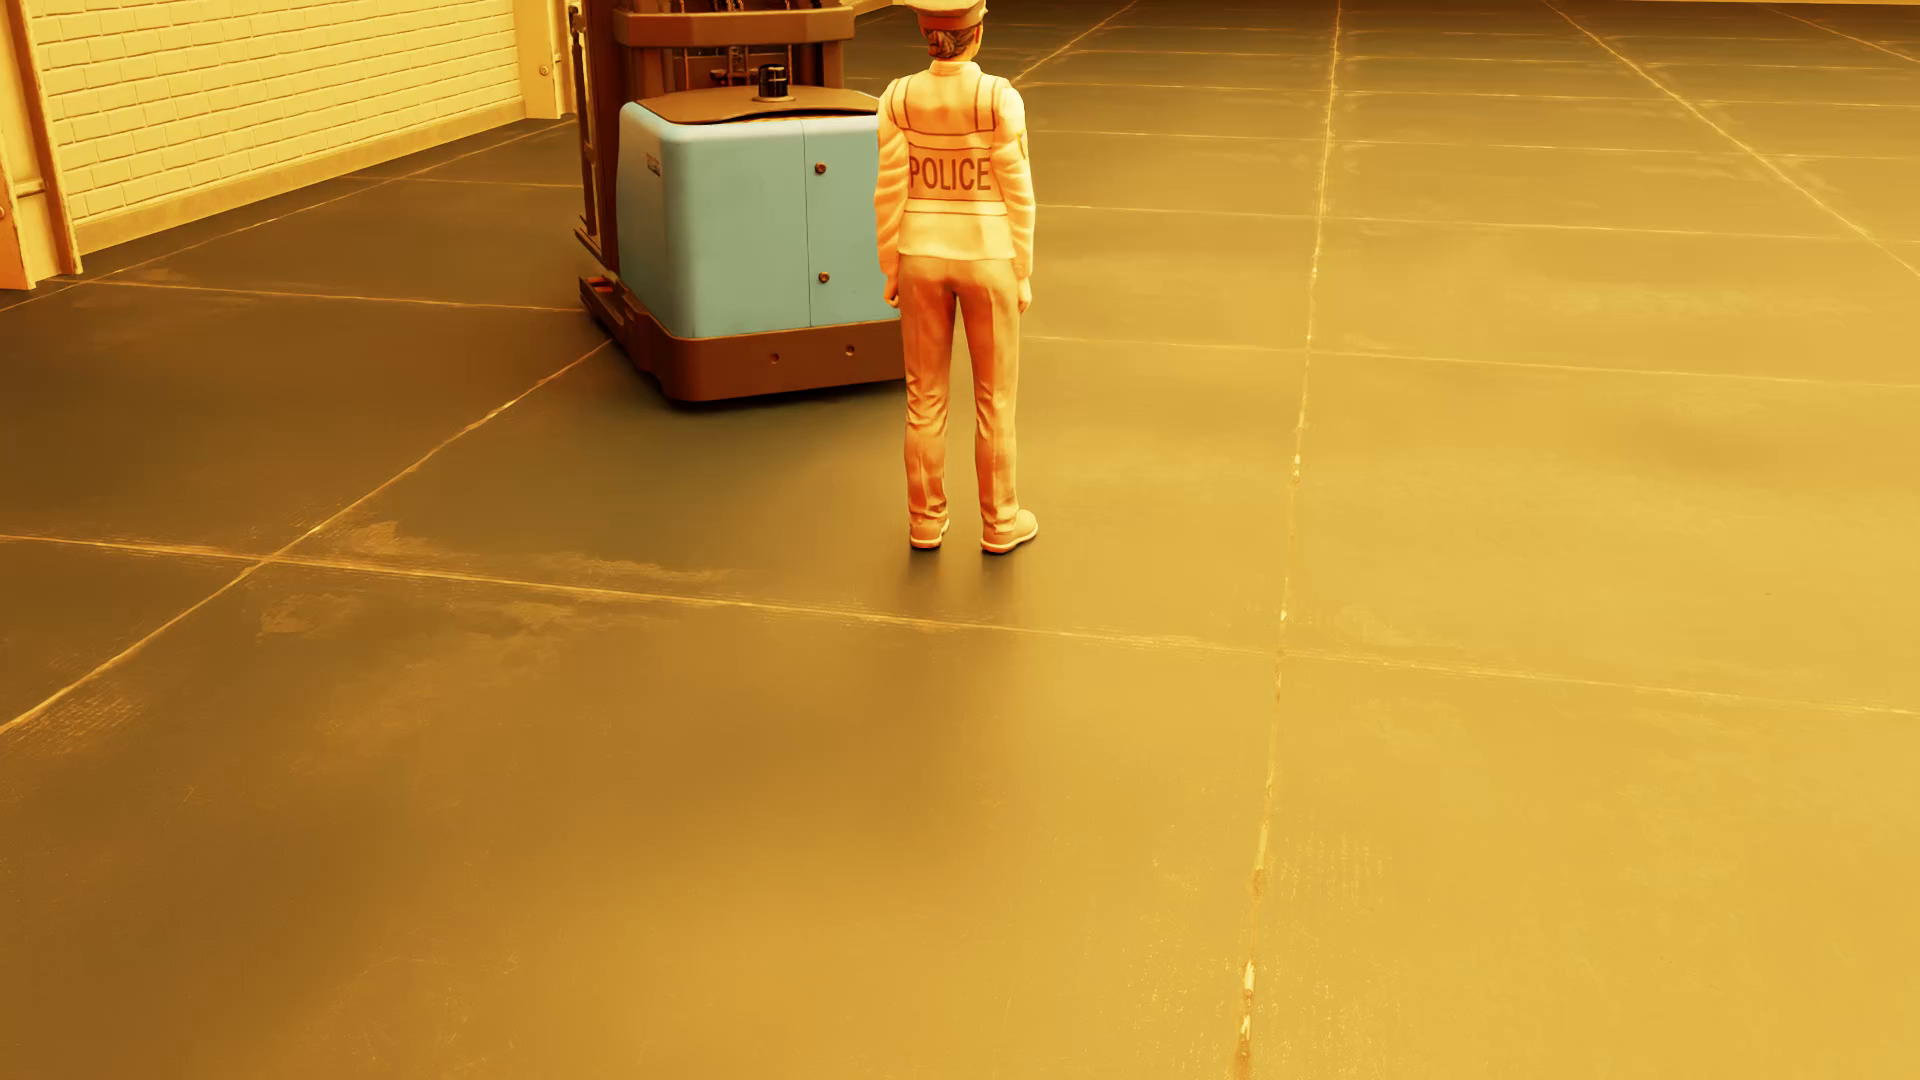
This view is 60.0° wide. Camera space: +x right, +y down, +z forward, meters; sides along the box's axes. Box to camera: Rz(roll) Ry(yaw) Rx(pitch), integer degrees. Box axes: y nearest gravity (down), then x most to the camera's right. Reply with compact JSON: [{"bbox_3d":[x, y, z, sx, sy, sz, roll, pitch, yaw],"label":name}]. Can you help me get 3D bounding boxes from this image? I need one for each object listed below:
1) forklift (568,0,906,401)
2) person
[{"bbox_3d":[-1.128,-2.401,7.154,1.130,2.935,3.031,-9,24,-20],"label":"forklift"},{"bbox_3d":[-0.006,-0.781,4.831,0.461,1.694,0.353,5,23,11],"label":"person"}]
